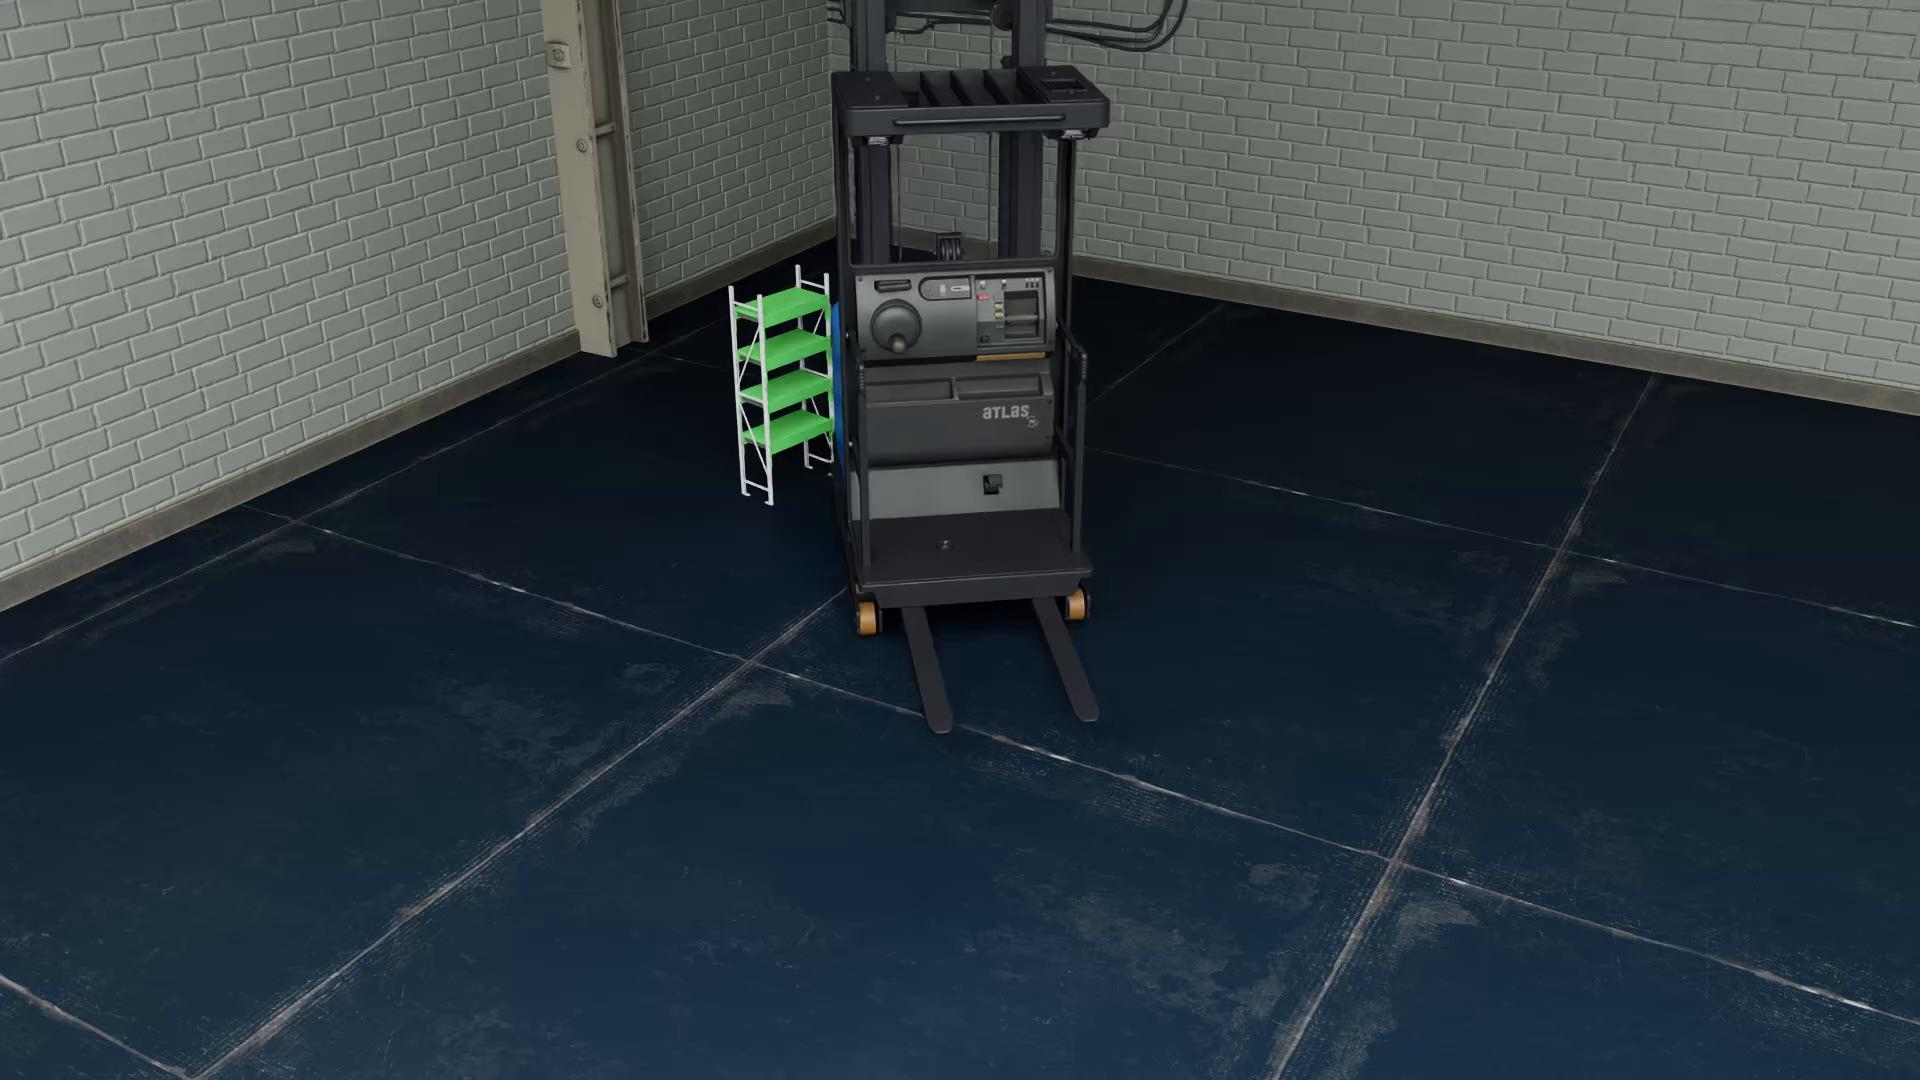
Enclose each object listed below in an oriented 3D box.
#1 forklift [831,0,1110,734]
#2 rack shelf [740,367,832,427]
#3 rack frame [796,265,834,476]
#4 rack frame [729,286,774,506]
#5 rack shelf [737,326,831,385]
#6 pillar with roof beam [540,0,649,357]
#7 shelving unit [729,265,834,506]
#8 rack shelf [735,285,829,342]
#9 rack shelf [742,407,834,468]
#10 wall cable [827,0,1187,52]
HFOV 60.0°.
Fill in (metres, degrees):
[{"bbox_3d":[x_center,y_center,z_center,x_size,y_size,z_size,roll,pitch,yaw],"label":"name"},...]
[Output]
[{"bbox_3d":[0.015,-1.027,7.527,1.130,2.935,3.031,-4,27,-7],"label":"forklift"},{"bbox_3d":[-0.960,-0.788,9.127,0.258,0.148,0.480,21,34,36],"label":"rack shelf"},{"bbox_3d":[-0.801,-0.928,9.263,0.240,1.200,0.015,21,34,36],"label":"rack frame"},{"bbox_3d":[-1.120,-0.763,8.934,0.240,1.200,0.015,21,34,36],"label":"rack frame"},{"bbox_3d":[-0.960,-1.003,9.020,0.258,0.148,0.480,21,34,36],"label":"rack shelf"},{"bbox_3d":[1.369,-4.416,7.519,9.100,9.000,0.400,14,30,26],"label":"pillar with roof beam"},{"bbox_3d":[-0.960,-0.845,9.098,0.258,1.200,0.503,21,34,36],"label":"shelving unit"},{"bbox_3d":[-0.960,-1.218,8.912,0.258,0.148,0.480,21,34,36],"label":"rack shelf"},{"bbox_3d":[-0.960,-0.574,9.235,0.258,0.148,0.480,21,34,36],"label":"rack shelf"},{"bbox_3d":[0.221,-4.832,11.820,3.097,2.526,0.112,14,30,26],"label":"wall cable"}]
